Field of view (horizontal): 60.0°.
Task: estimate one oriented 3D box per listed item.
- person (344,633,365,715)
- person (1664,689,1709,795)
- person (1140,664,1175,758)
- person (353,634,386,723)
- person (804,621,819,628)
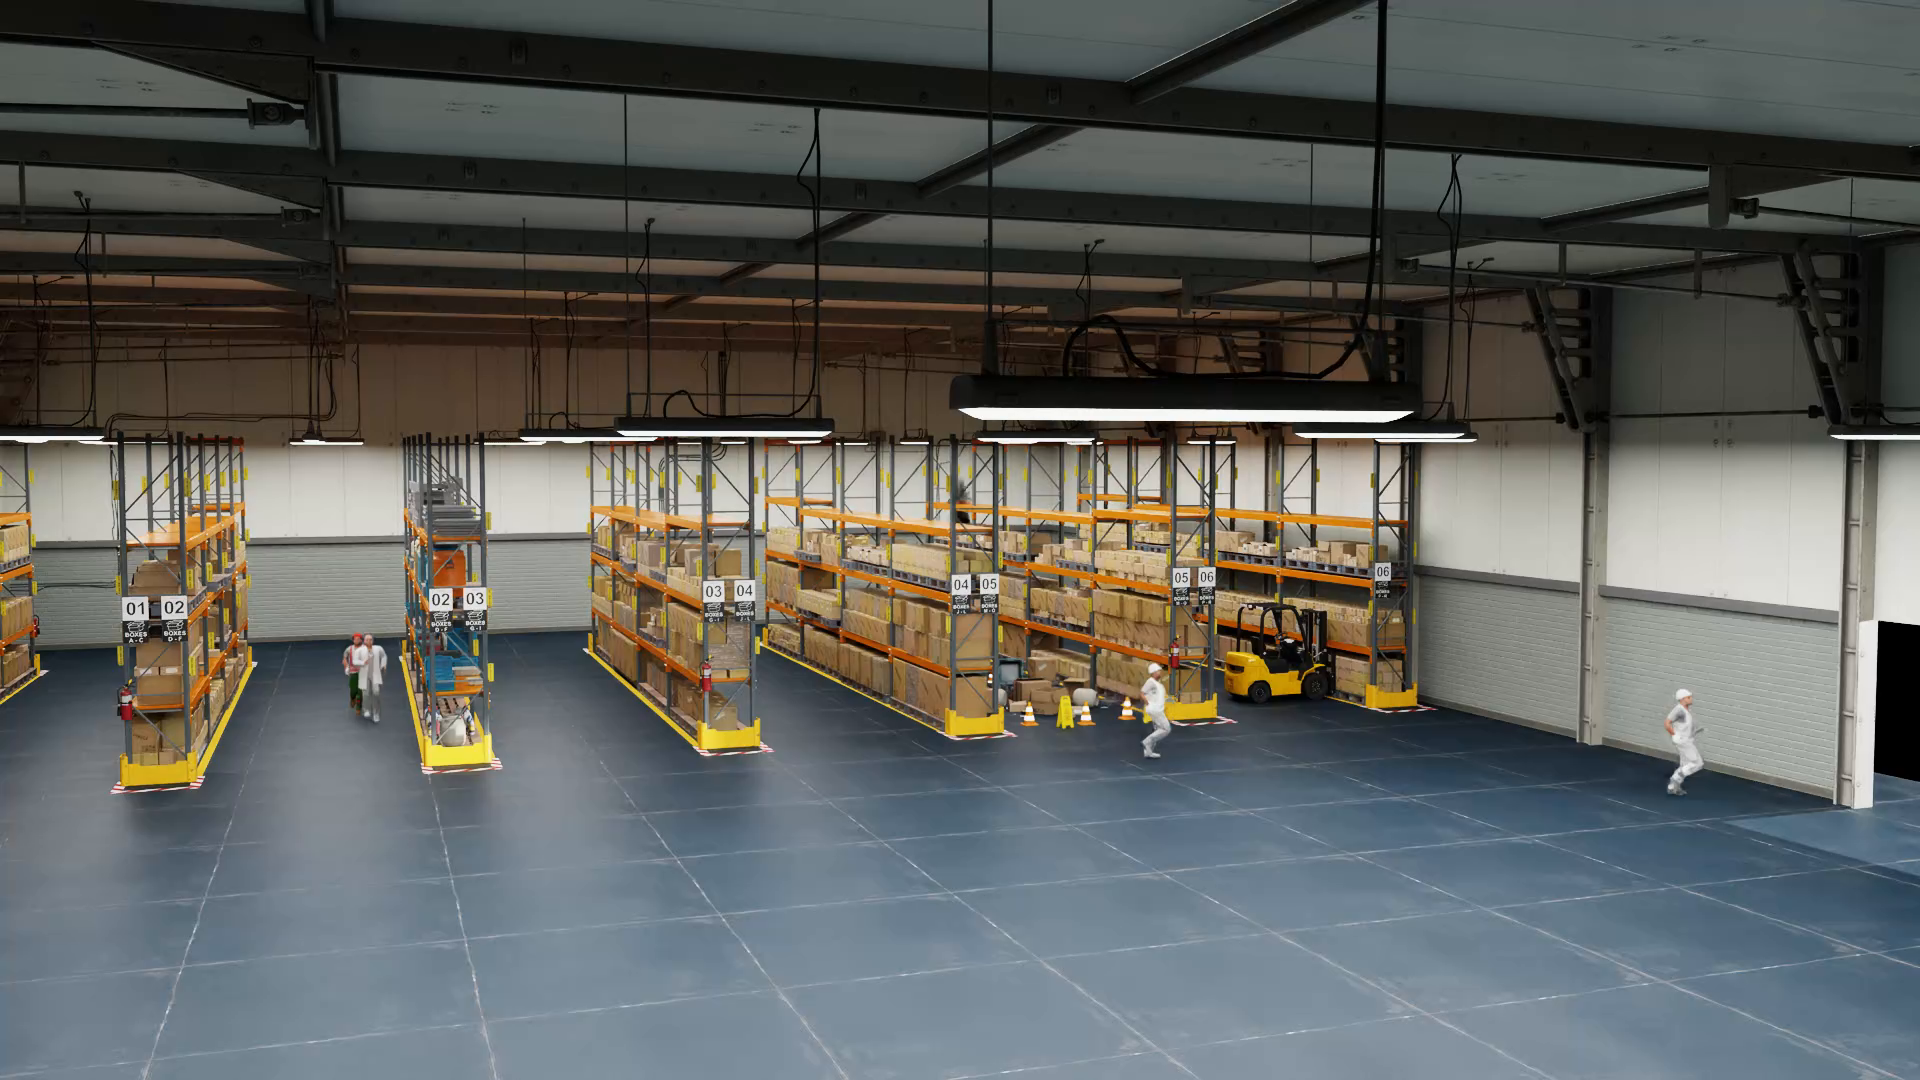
[{"bbox_3d":[-12.937,2.869,35.830,0.650,1.754,0.647,-1,3,-16],"label":"person"},{"bbox_3d":[11.935,3.321,27.267,0.615,1.743,0.643,2,4,34],"label":"person"},{"bbox_3d":[3.655,3.146,30.623,0.597,1.736,0.676,1,3,16],"label":"person"},{"bbox_3d":[-12.380,2.903,34.896,0.672,1.850,0.842,-1,3,-21],"label":"person"},{"bbox_3d":[-4.452,2.155,50.121,0.521,1.617,0.603,-1,3,-13],"label":"person"}]
